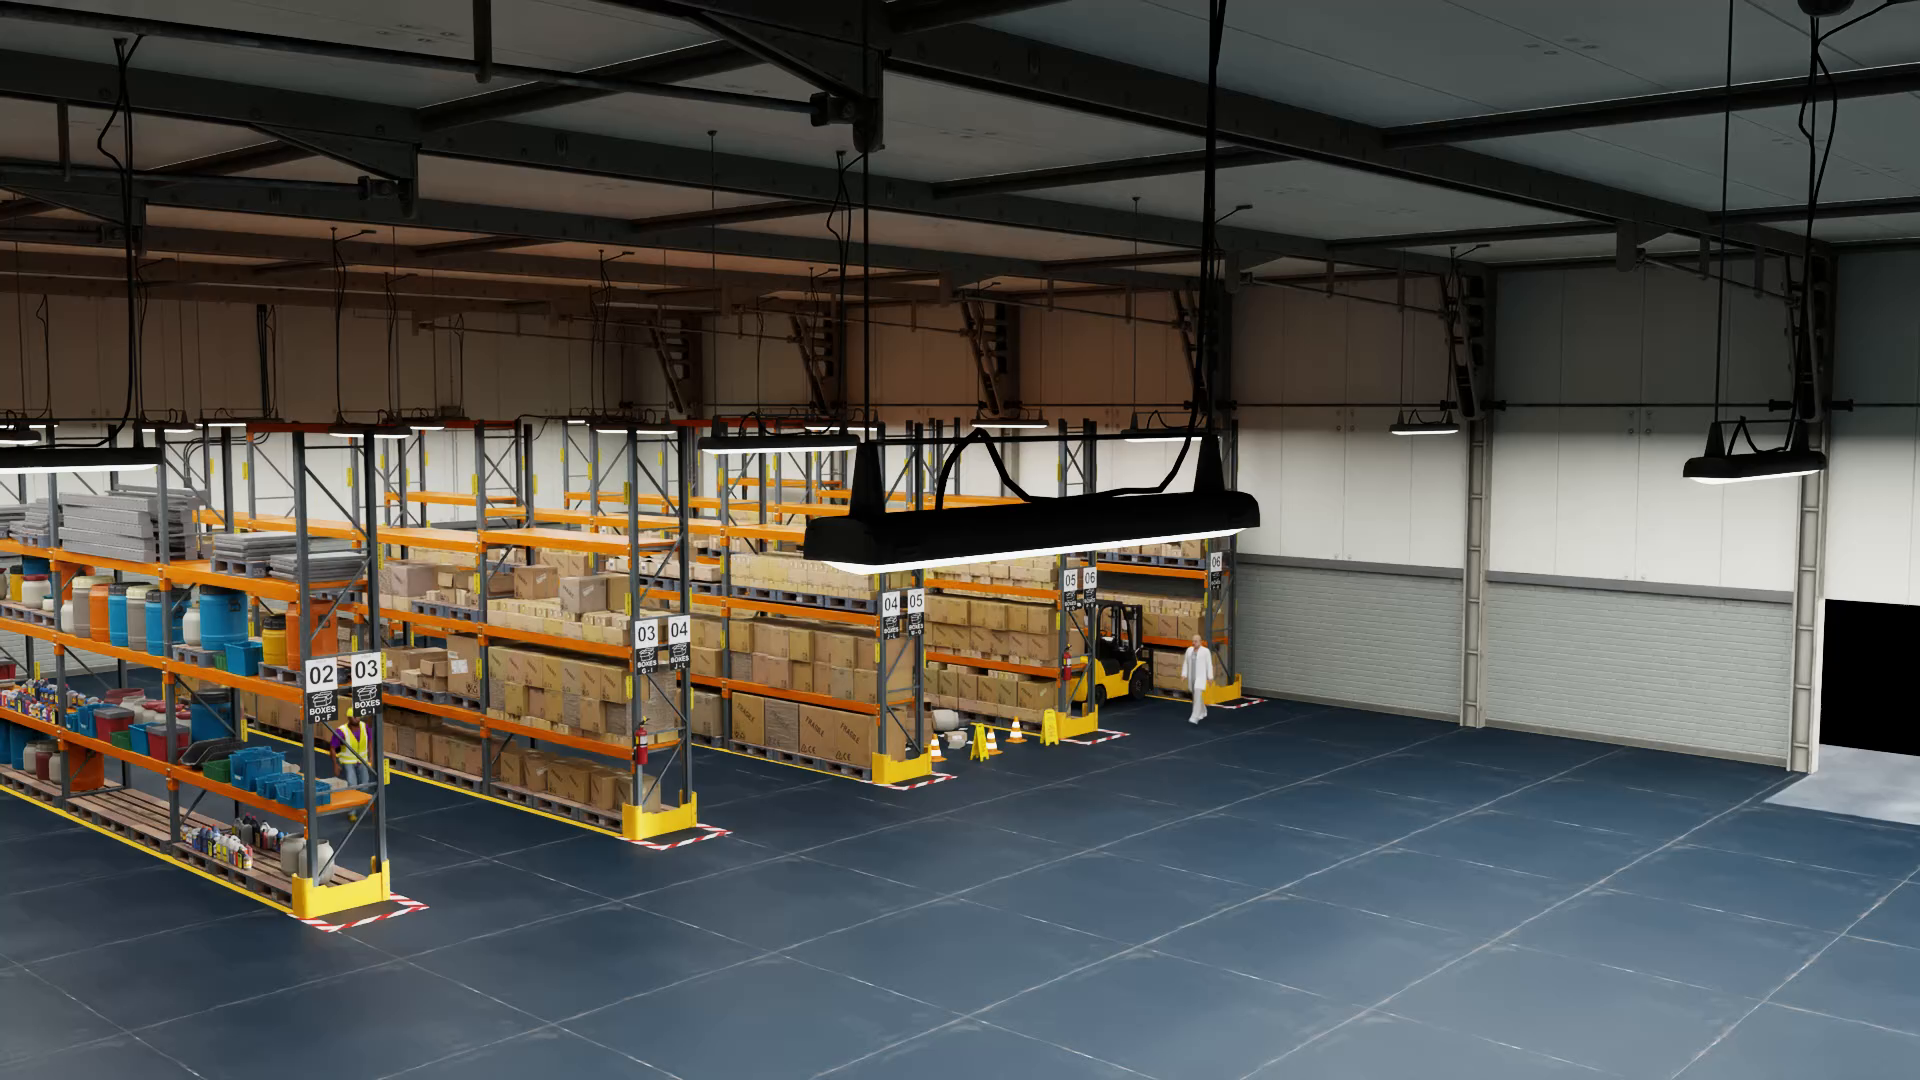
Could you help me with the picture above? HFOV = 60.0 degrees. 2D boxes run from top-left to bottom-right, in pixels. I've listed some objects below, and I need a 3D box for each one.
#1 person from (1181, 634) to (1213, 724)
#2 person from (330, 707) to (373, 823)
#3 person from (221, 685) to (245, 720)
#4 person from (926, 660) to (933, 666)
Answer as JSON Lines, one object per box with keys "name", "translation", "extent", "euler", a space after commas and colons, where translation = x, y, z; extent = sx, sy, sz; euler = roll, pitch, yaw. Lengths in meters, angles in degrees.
{"name": "person", "translation": [4.701, 2.755, 33.111], "extent": [0.953, 1.756, 0.584], "euler": [-5, 7, -44]}
{"name": "person", "translation": [-9.299, 3.394, 25.383], "extent": [0.619, 1.746, 0.672], "euler": [4, 6, 42]}
{"name": "person", "translation": [-13.264, 3.064, 30.168], "extent": [0.560, 1.633, 0.531], "euler": [3, 5, 32]}
{"name": "person", "translation": [-0.685, 2.119, 39.043], "extent": [0.554, 1.690, 0.593], "euler": [3, 6, 35]}
